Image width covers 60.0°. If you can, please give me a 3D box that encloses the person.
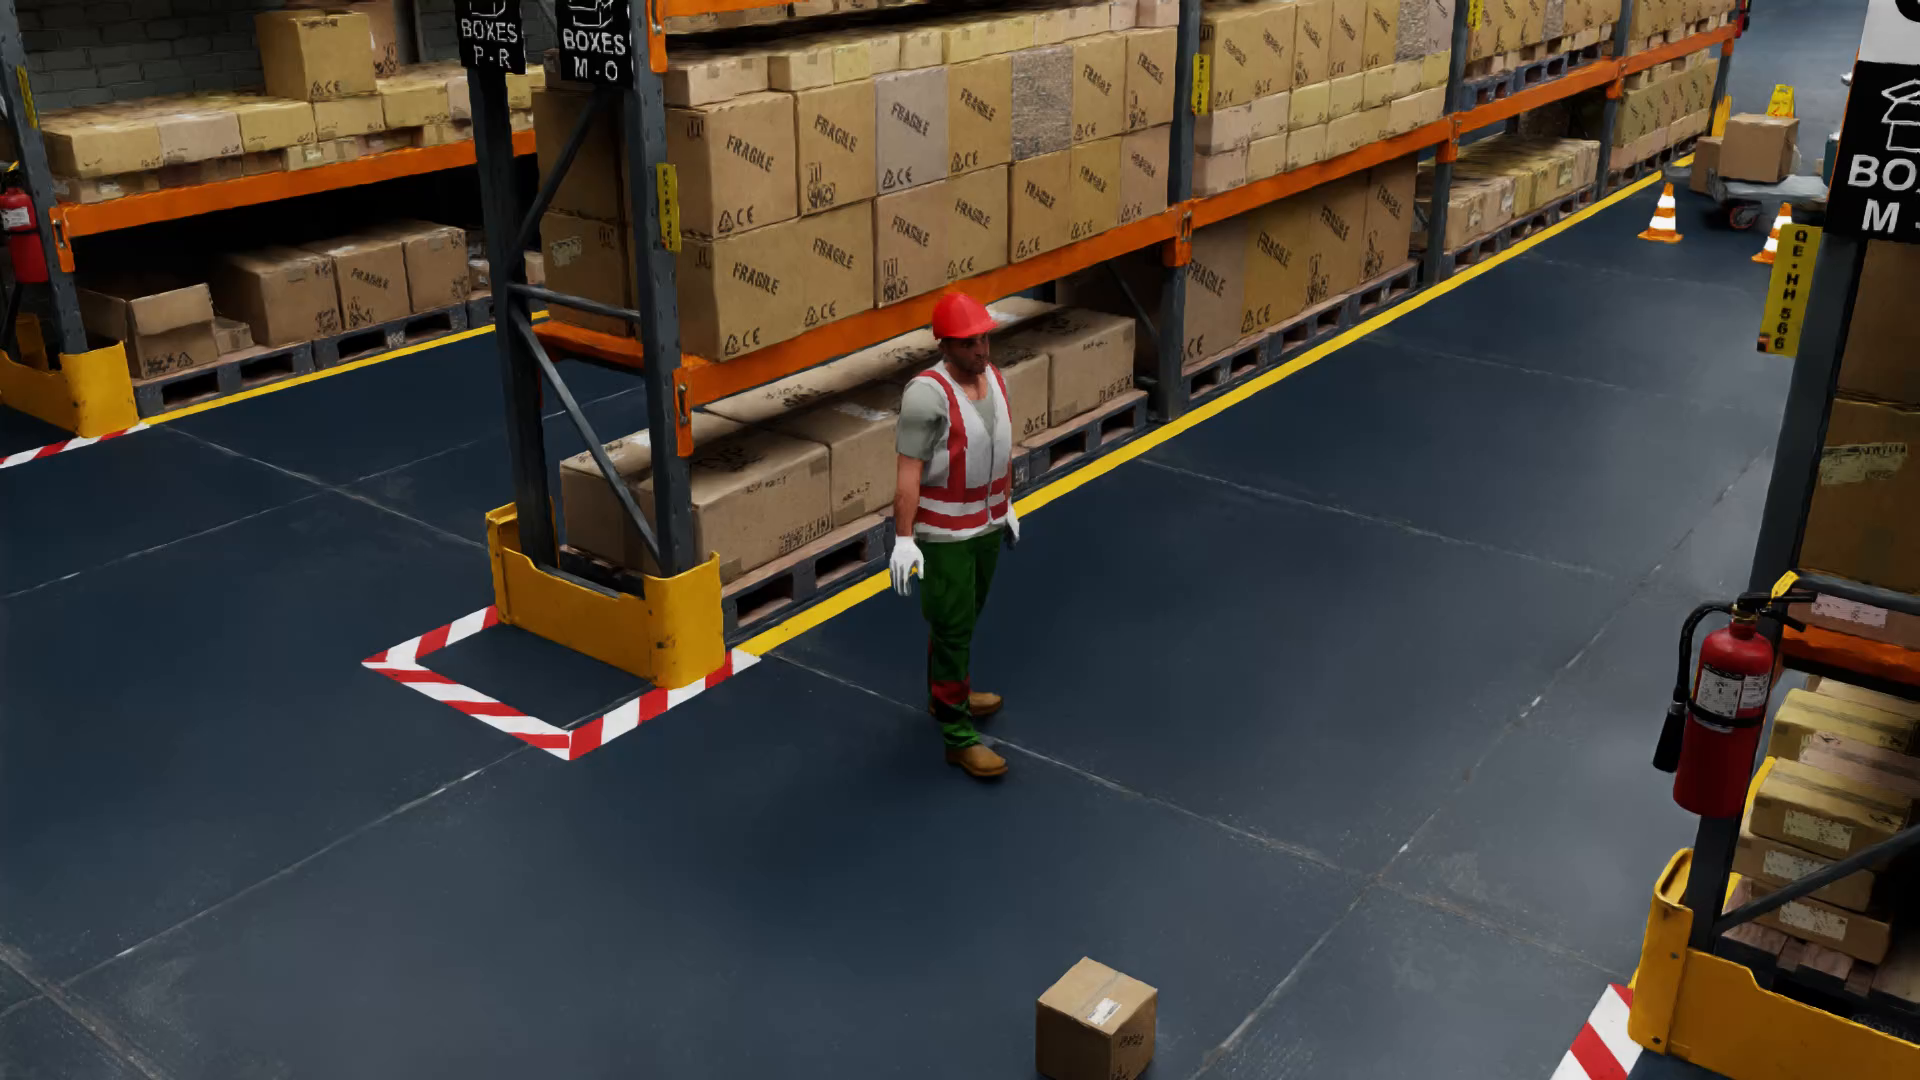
[{"bbox_3d":[0.015,-0.021,6.084,0.575,1.792,0.725,17,29,34],"label":"person"}]
